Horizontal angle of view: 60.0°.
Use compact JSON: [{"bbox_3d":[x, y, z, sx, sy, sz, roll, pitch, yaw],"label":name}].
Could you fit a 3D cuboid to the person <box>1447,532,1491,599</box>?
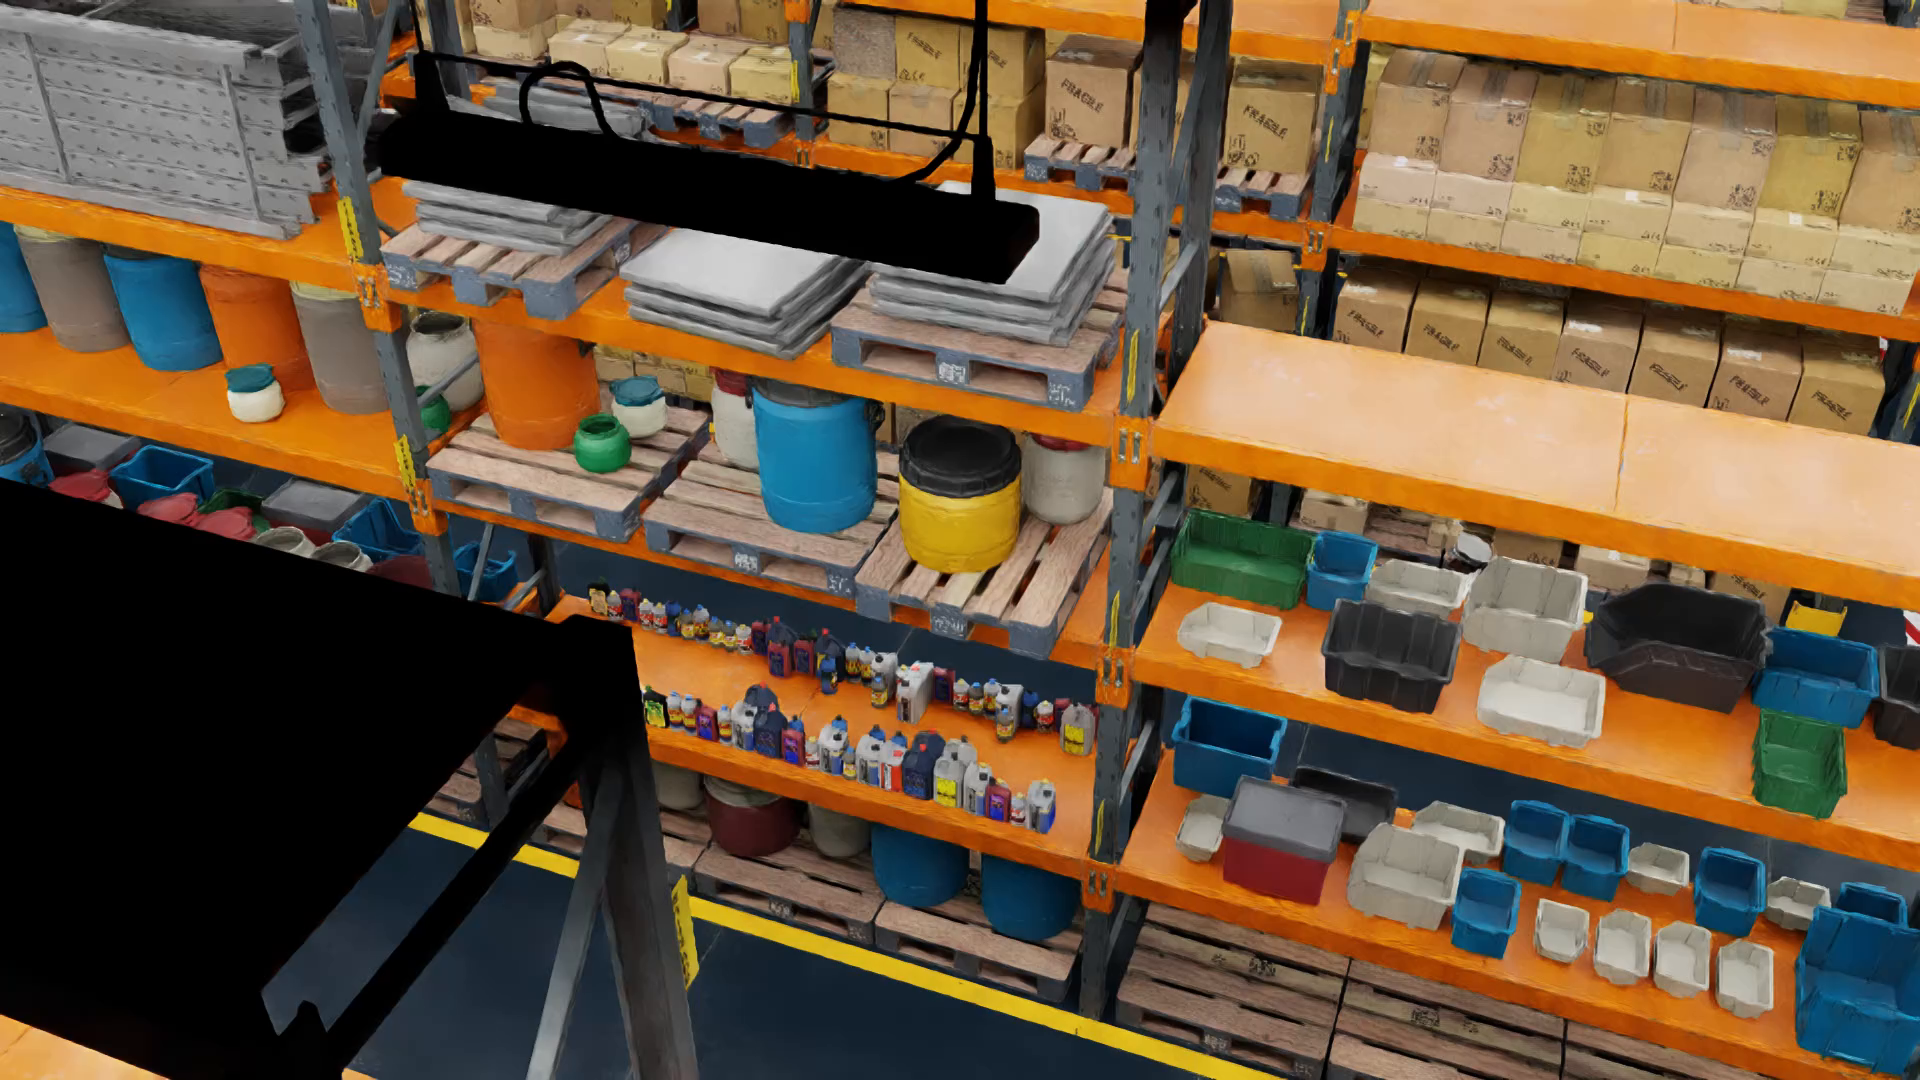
[{"bbox_3d":[3.419,0.673,11.130,0.513,1.629,0.592,11,38,15],"label":"person"}]
